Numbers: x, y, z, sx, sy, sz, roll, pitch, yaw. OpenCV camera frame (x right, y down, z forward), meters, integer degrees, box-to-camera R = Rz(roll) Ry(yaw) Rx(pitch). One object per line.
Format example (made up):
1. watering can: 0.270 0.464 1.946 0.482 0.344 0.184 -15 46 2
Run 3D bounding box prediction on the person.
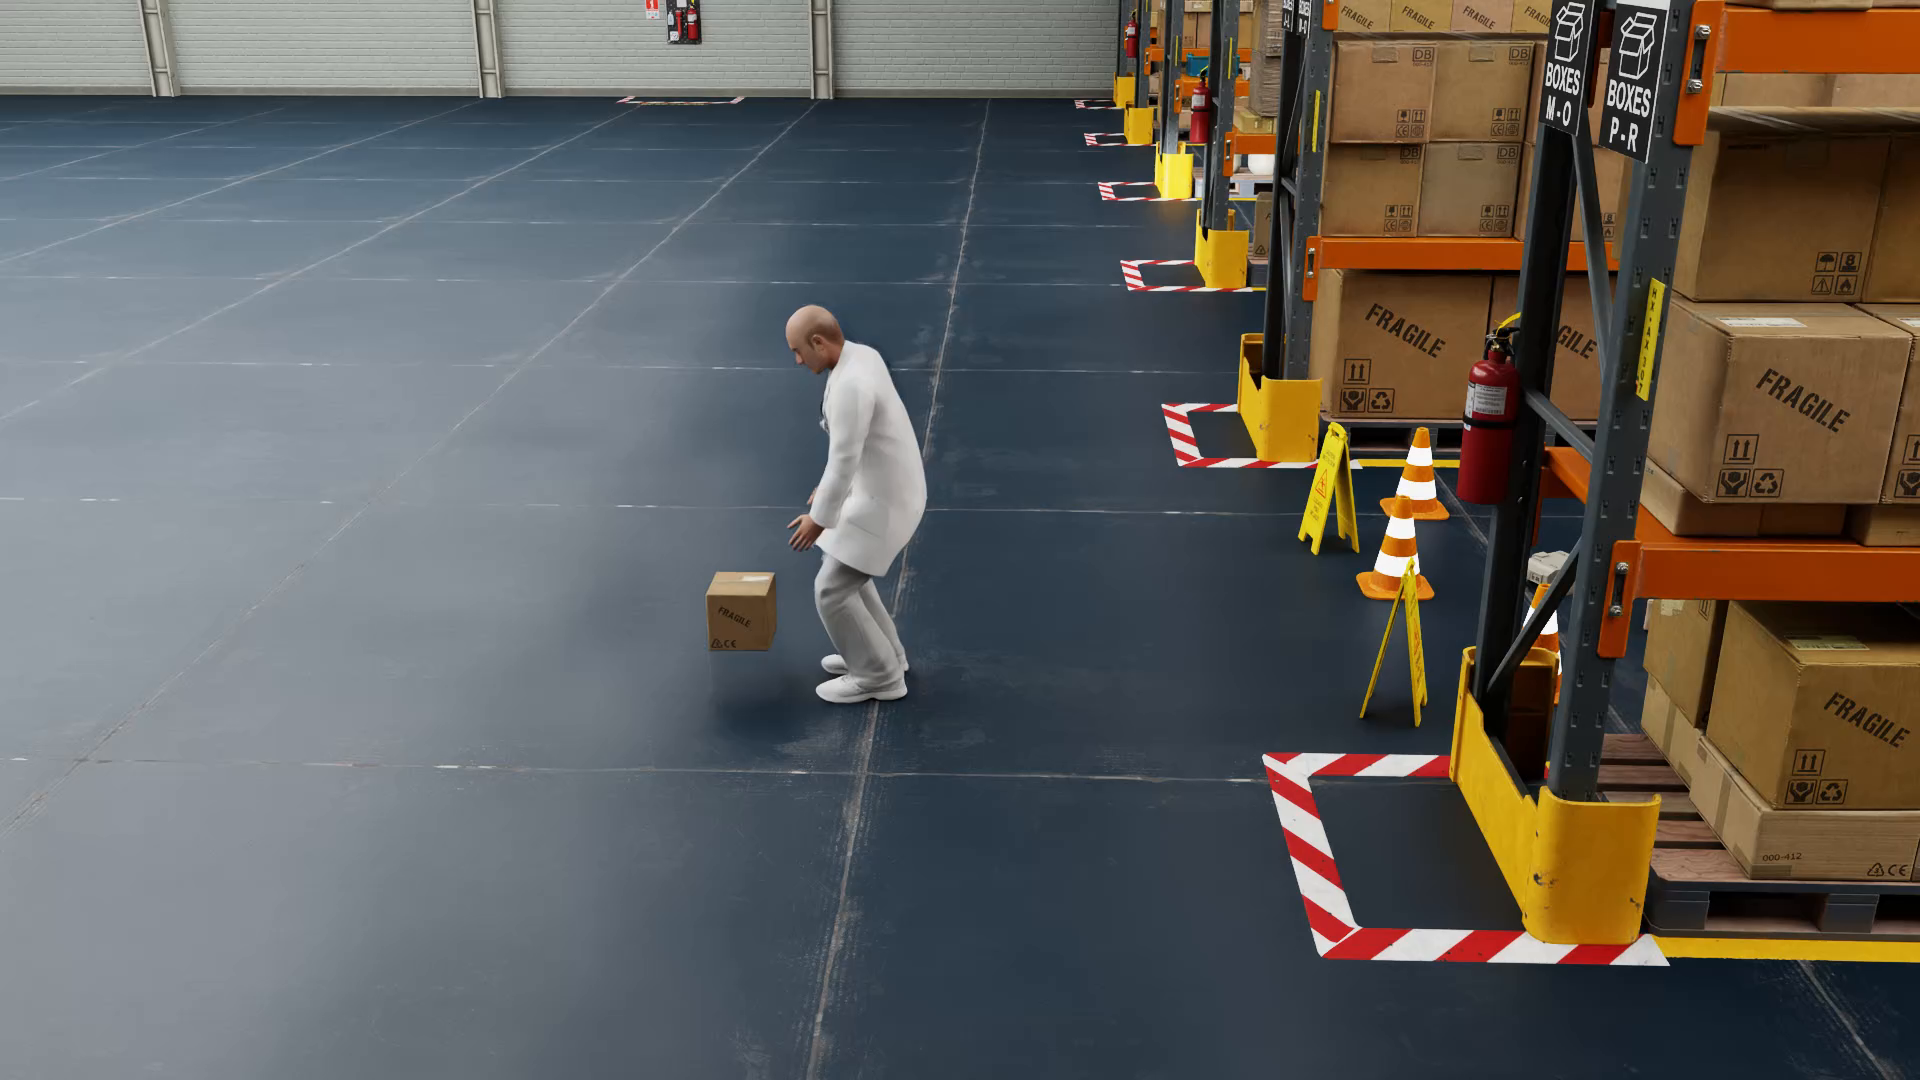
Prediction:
1. person: -0.406 -0.137 6.701 0.539 1.623 0.615 1 21 3
